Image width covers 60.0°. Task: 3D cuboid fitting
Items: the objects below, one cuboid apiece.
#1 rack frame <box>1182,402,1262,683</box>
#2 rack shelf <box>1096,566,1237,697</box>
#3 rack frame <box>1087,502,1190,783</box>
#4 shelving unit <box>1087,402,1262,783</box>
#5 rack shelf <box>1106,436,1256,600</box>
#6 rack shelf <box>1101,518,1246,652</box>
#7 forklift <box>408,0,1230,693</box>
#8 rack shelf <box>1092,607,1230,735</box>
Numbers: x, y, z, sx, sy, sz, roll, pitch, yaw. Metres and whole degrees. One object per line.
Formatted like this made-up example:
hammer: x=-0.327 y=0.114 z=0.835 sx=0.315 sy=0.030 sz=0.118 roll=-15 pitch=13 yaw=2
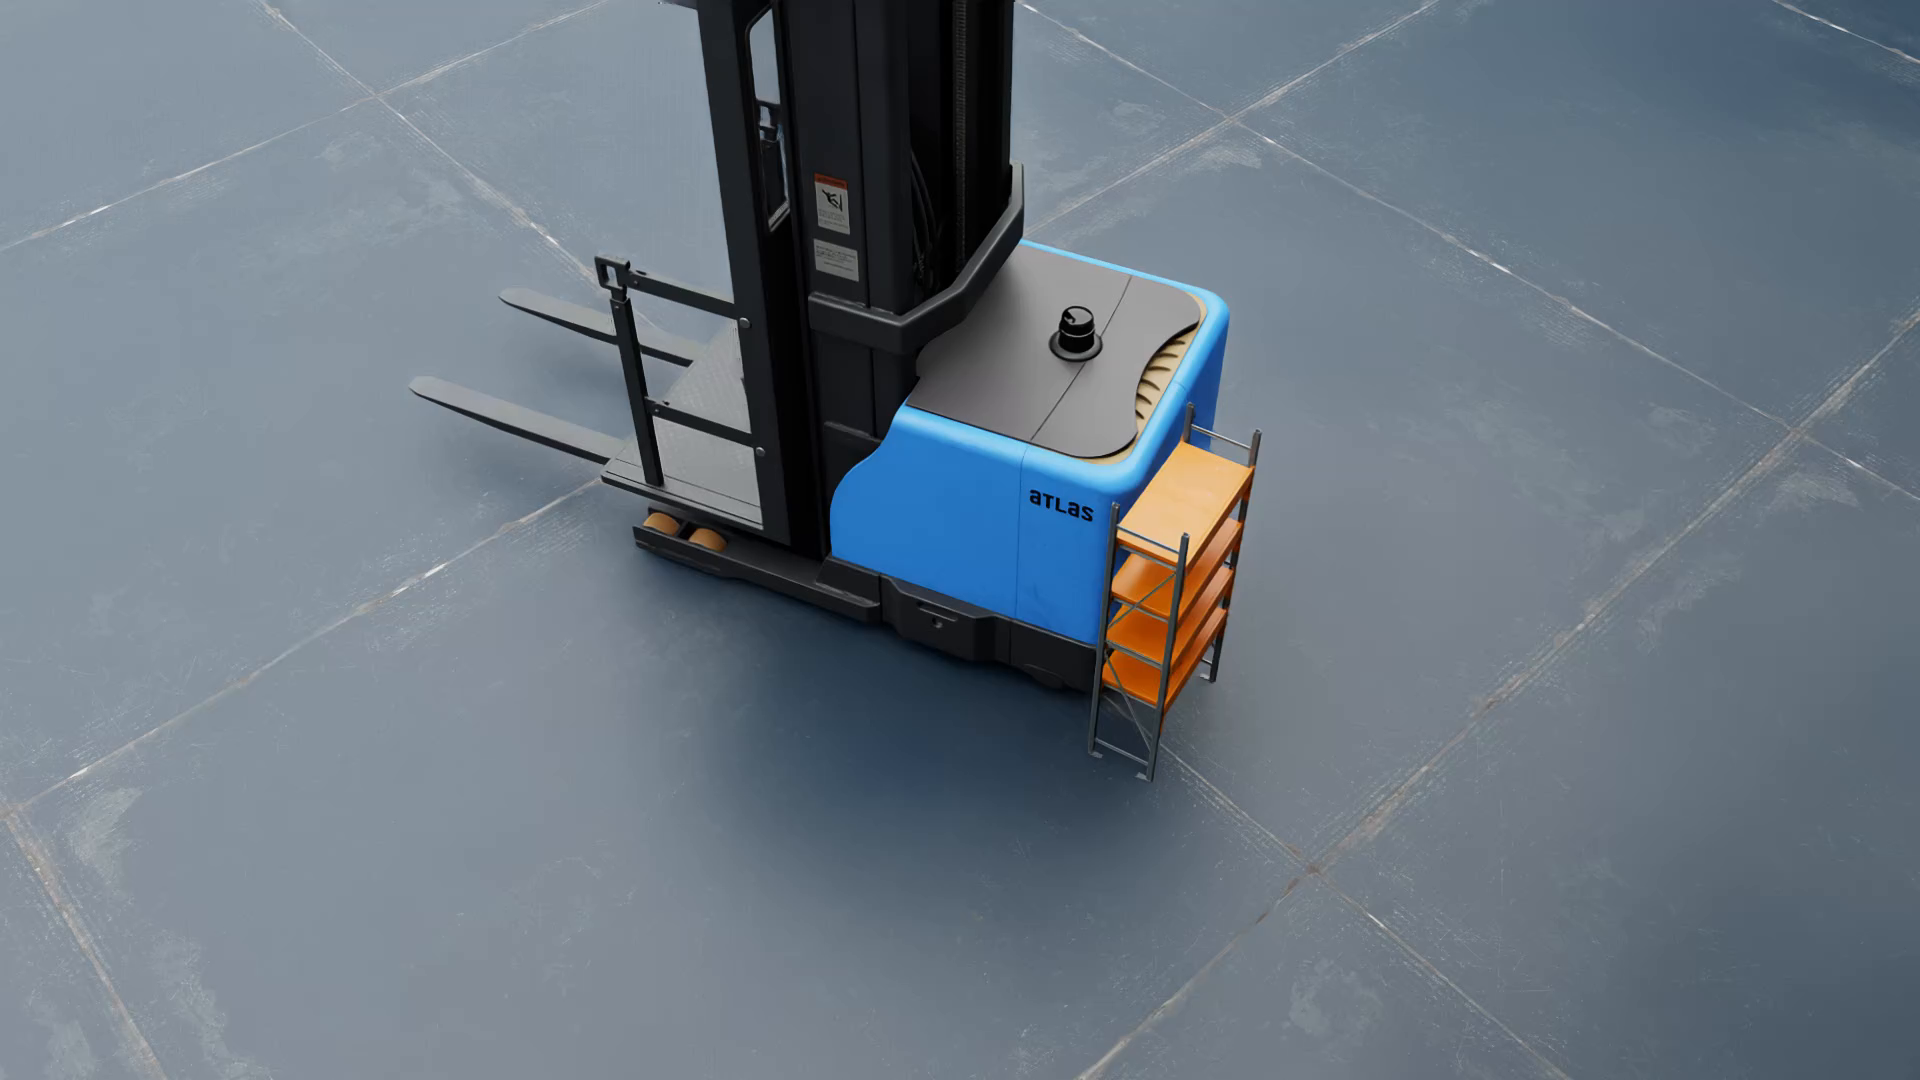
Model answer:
rack frame: x=0.786 y=0.042 z=5.394 sx=0.240 sy=1.200 sz=0.015 roll=24 pitch=52 yaw=20
rack shelf: x=0.660 y=0.241 z=5.302 sx=0.258 sy=0.148 sz=0.480 roll=24 pitch=52 yaw=20
rack frame: x=0.534 y=0.349 z=5.111 sx=0.240 sy=1.200 sz=0.015 roll=24 pitch=52 yaw=20
shelving unit: x=0.660 y=0.196 z=5.253 sx=0.258 sy=1.200 sz=0.503 roll=24 pitch=52 yaw=20
rack shelf: x=0.661 y=-0.070 z=4.963 sx=0.258 sy=0.148 sz=0.480 roll=24 pitch=52 yaw=20
rack shelf: x=0.660 y=0.090 z=5.137 sx=0.258 sy=0.148 sz=0.480 roll=24 pitch=52 yaw=20
forklift: x=-0.647 y=-1.208 z=5.370 sx=3.031 sy=2.935 sz=1.130 roll=18 pitch=50 yaw=16
rack shelf: x=0.660 y=0.376 z=5.448 sx=0.258 sy=0.148 sz=0.480 roll=24 pitch=52 yaw=20
